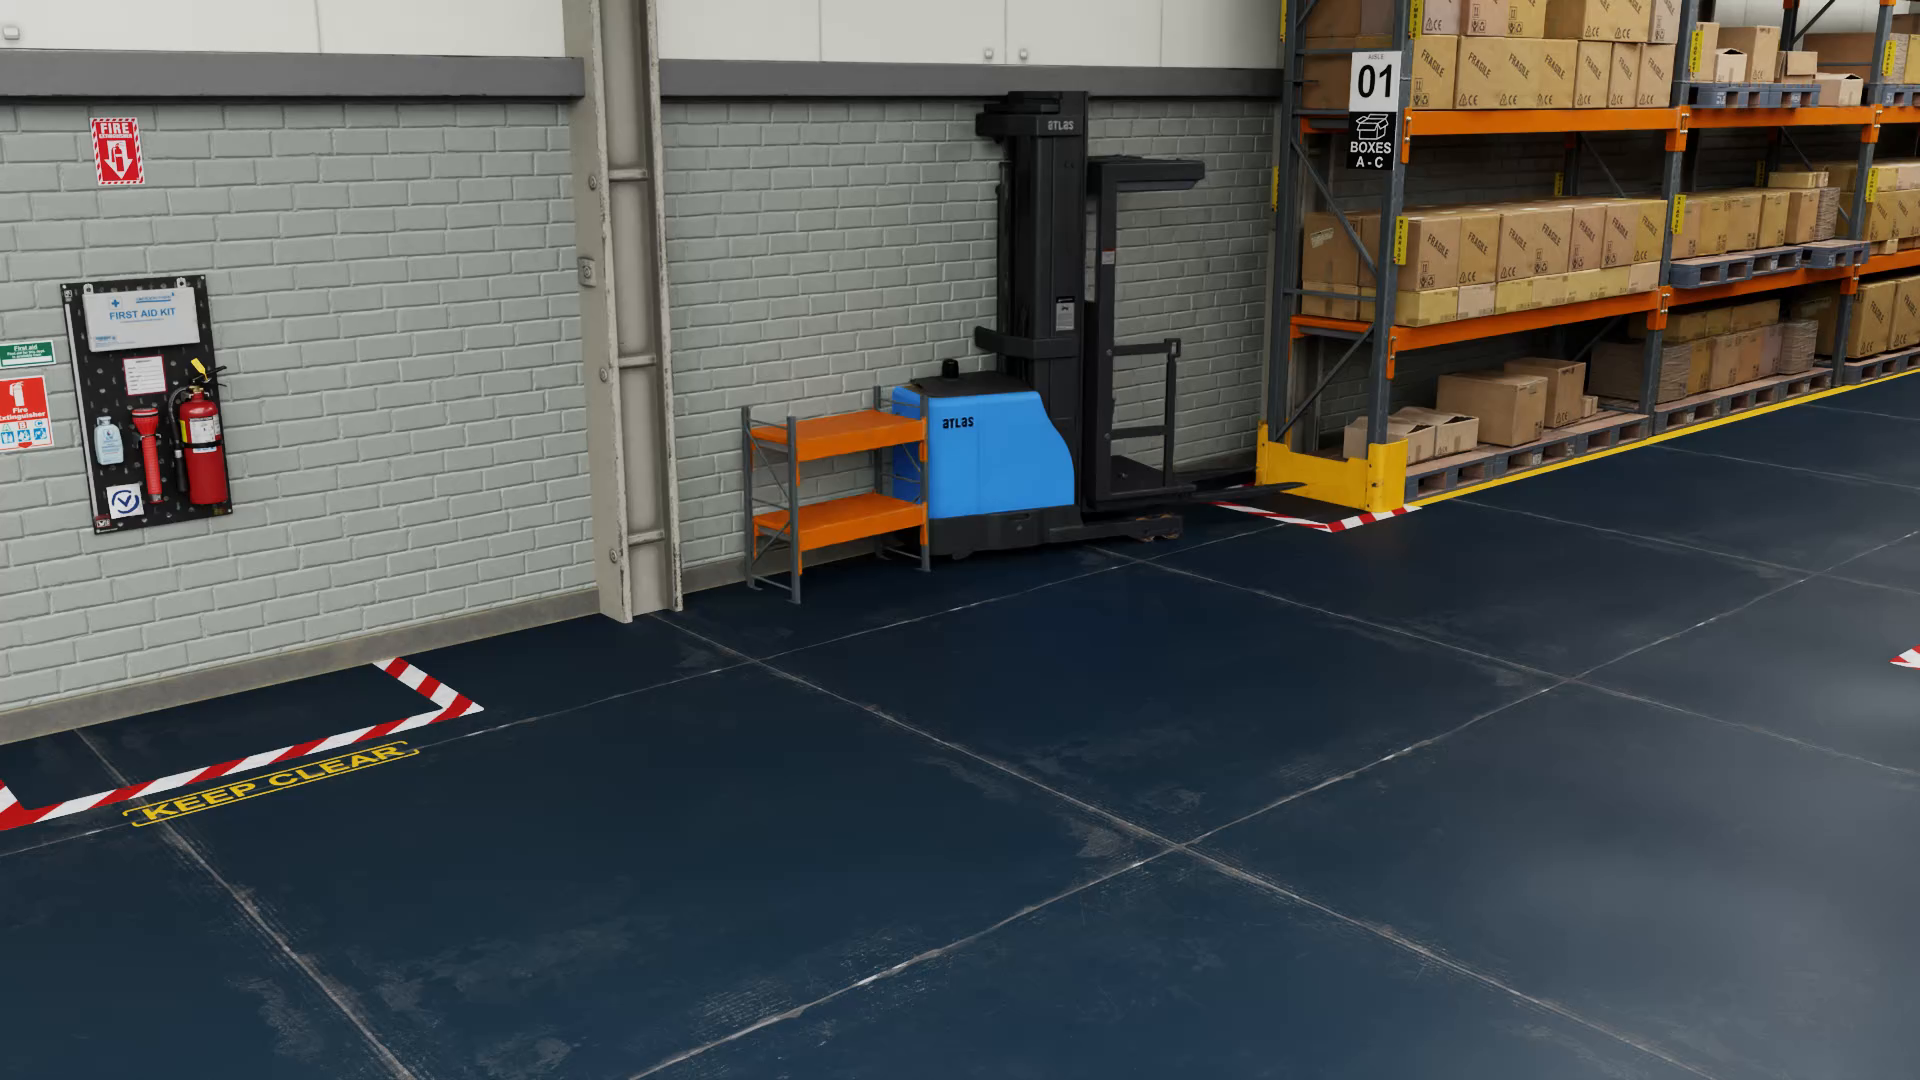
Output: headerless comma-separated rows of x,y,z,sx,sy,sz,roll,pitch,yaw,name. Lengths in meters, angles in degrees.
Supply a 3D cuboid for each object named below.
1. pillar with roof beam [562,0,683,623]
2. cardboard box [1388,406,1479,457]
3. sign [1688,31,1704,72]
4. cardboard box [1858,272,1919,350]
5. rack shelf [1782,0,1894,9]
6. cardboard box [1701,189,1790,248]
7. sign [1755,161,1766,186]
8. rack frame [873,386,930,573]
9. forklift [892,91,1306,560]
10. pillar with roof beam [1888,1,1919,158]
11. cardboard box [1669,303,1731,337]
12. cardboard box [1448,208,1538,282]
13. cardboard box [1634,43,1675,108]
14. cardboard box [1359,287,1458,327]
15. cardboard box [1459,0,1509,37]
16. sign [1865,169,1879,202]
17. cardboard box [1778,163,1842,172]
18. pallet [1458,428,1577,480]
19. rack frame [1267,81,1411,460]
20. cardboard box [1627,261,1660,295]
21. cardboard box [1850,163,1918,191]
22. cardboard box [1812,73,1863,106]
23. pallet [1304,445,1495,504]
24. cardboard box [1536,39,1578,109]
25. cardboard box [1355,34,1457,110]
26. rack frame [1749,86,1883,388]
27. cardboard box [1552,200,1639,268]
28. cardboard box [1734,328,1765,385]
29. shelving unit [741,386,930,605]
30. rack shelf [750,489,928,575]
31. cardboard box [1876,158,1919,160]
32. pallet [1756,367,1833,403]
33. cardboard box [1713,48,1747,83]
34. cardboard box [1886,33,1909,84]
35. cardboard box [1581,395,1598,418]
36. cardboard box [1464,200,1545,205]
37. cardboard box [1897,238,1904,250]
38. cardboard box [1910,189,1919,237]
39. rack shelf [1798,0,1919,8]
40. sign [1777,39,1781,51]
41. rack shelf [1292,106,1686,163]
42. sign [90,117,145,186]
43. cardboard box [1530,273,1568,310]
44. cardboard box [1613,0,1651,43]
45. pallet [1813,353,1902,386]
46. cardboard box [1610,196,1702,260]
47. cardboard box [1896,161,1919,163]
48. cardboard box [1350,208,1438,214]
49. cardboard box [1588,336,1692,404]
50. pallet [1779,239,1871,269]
0.962,-3.098,5.411,0.400,9.000,9.100,-13,19,-39,pillar with roof beam
3.713,-0.877,13.078,0.500,0.311,0.500,-11,18,-35,cardboard box
6.081,-4.039,13.746,0.005,0.325,0.100,-13,19,-39,sign
10.043,-2.533,18.272,0.750,0.750,0.750,-13,20,-40,cardboard box
7.228,-5.141,15.229,4.000,0.370,1.077,-13,19,-39,rack shelf
7.463,-3.086,15.946,0.500,0.500,0.700,-13,19,-39,cardboard box
8.370,-3.789,17.380,0.005,0.325,0.100,-13,19,-39,sign
-0.372,-0.387,10.520,0.032,1.125,0.500,-13,20,-41,rack frame
0.956,-1.518,11.254,3.031,2.935,1.130,-7,16,-23,forklift
14.541,-6.147,16.826,0.400,9.000,9.100,-13,19,-39,pillar with roof beam
6.984,-2.104,15.853,0.500,0.250,0.500,-13,20,-41,cardboard box
4.032,-2.257,12.686,0.500,0.500,0.500,-13,20,-41,cardboard box
5.499,-3.818,13.686,0.500,0.500,0.500,-12,19,-38,cardboard box
3.278,-1.725,12.148,0.500,0.250,0.500,-13,20,-41,cardboard box
3.563,-3.851,11.870,0.500,0.500,0.500,-13,20,-40,cardboard box
9.100,-3.539,16.598,0.005,0.325,0.100,-13,19,-39,sign
8.909,-3.814,17.453,0.500,0.250,0.500,-12,19,-38,cardboard box
4.315,-0.769,13.721,1.213,0.211,1.003,-13,19,-39,pallet
2.702,-1.767,12.053,0.127,3.000,1.000,-13,19,-39,rack frame
5.561,-2.243,14.086,0.500,0.250,0.500,-13,19,-39,cardboard box
9.653,-3.804,17.418,0.500,0.250,0.500,-13,20,-40,cardboard box
8.371,-4.364,16.095,0.500,0.311,0.500,-13,19,-39,cardboard box
3.395,-0.564,12.951,1.213,0.211,1.003,-13,19,-39,pallet
4.326,-3.550,12.683,0.500,0.500,0.500,-11,19,-36,cardboard box
3.118,-3.282,11.681,0.500,0.500,0.500,-12,19,-38,cardboard box
8.737,-3.122,17.127,0.127,3.000,1.000,-13,19,-39,rack frame
5.193,-2.518,13.664,0.500,0.500,0.500,-13,20,-40,cardboard box
7.407,-1.841,16.320,0.500,0.500,0.700,-13,20,-40,cardboard box
-0.747,-0.299,10.189,1.048,1.125,0.538,-13,20,-41,shelving unit
-0.747,-0.063,10.252,1.000,0.278,0.538,-13,20,-41,rack shelf
10.846,-4.247,19.075,0.500,0.250,0.500,-12,19,-39,cardboard box
8.146,-1.643,16.992,1.213,0.211,1.003,-13,19,-39,pallet
6.649,-4.235,14.839,0.500,0.311,0.500,-12,19,-38,cardboard box
9.430,-5.026,17.394,0.500,0.500,0.700,-14,20,-42,cardboard box
5.335,-1.192,14.538,0.380,0.166,0.250,13,20,40,cardboard box
4.455,-2.535,13.727,0.500,0.500,0.500,-12,19,-38,cardboard box
9.888,-3.203,17.877,0.250,0.149,0.380,-12,19,-38,cardboard box
10.047,-3.527,17.834,0.500,0.500,0.500,-13,20,-40,cardboard box
10.246,-5.819,17.766,4.000,0.370,1.077,-13,19,-39,rack shelf
8.379,-4.969,17.073,0.005,0.325,0.100,-13,19,-39,sign
4.210,-3.208,13.027,4.000,0.370,1.077,-13,19,-39,rack shelf
-3.825,-1.765,7.551,0.199,0.298,0.001,-13,19,-39,sign
4.432,-1.986,13.126,0.500,0.250,0.500,-12,19,-39,cardboard box
5.111,-4.202,13.186,0.500,0.500,0.500,-11,19,-36,cardboard box
9.381,-1.894,17.932,1.213,0.211,1.003,-13,19,-39,pallet
6.126,-2.785,14.818,0.500,0.500,0.700,-13,19,-39,cardboard box
10.409,-3.977,18.066,0.500,0.250,0.500,-13,20,-40,cardboard box
3.304,-2.271,12.739,0.500,0.500,0.500,-12,19,-39,cardboard box
6.264,-1.578,15.335,0.500,0.500,0.700,-12,19,-38,cardboard box
8.269,-2.888,16.622,1.003,0.211,1.213,-13,19,-39,pallet
